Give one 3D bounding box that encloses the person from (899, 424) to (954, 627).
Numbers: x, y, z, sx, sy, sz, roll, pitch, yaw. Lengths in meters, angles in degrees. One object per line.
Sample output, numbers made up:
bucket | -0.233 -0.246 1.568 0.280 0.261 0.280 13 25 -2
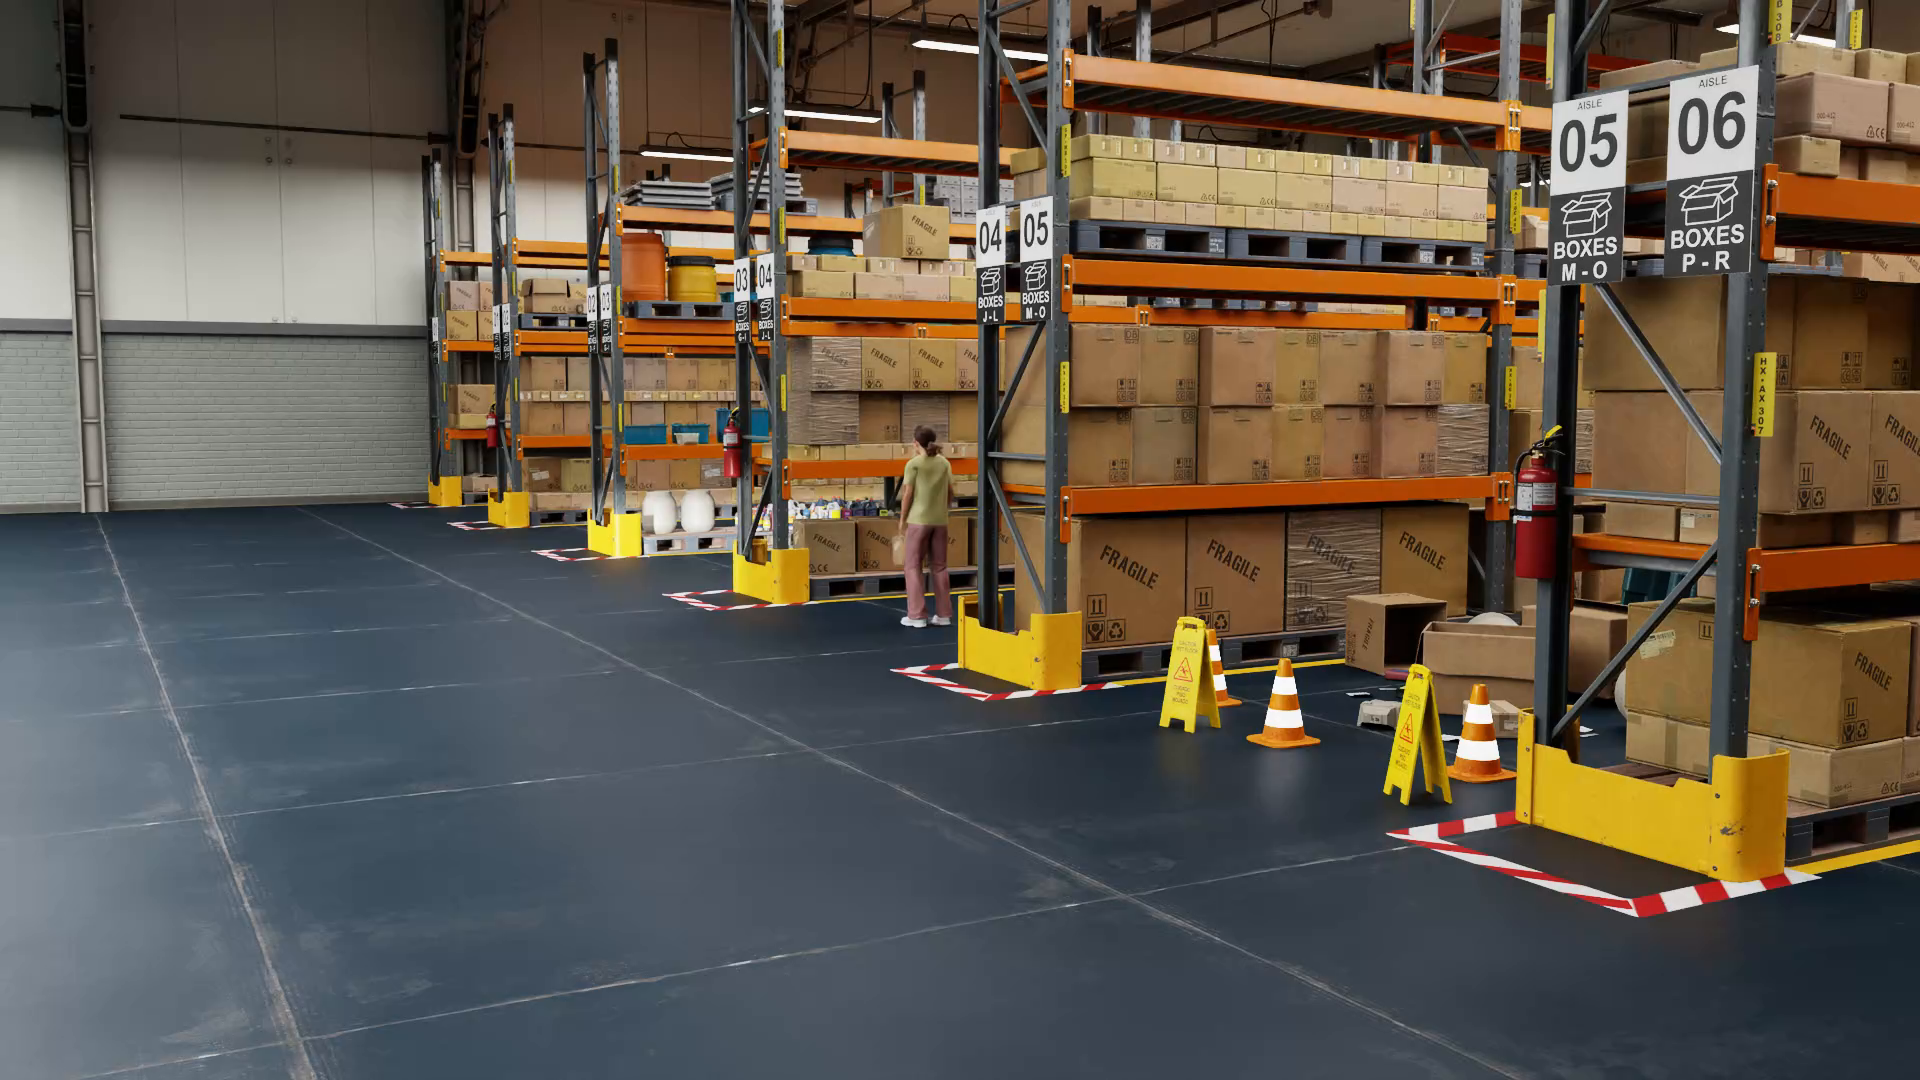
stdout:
person | -0.283 -0.120 13.787 0.479 1.676 0.365 -3 6 -30
